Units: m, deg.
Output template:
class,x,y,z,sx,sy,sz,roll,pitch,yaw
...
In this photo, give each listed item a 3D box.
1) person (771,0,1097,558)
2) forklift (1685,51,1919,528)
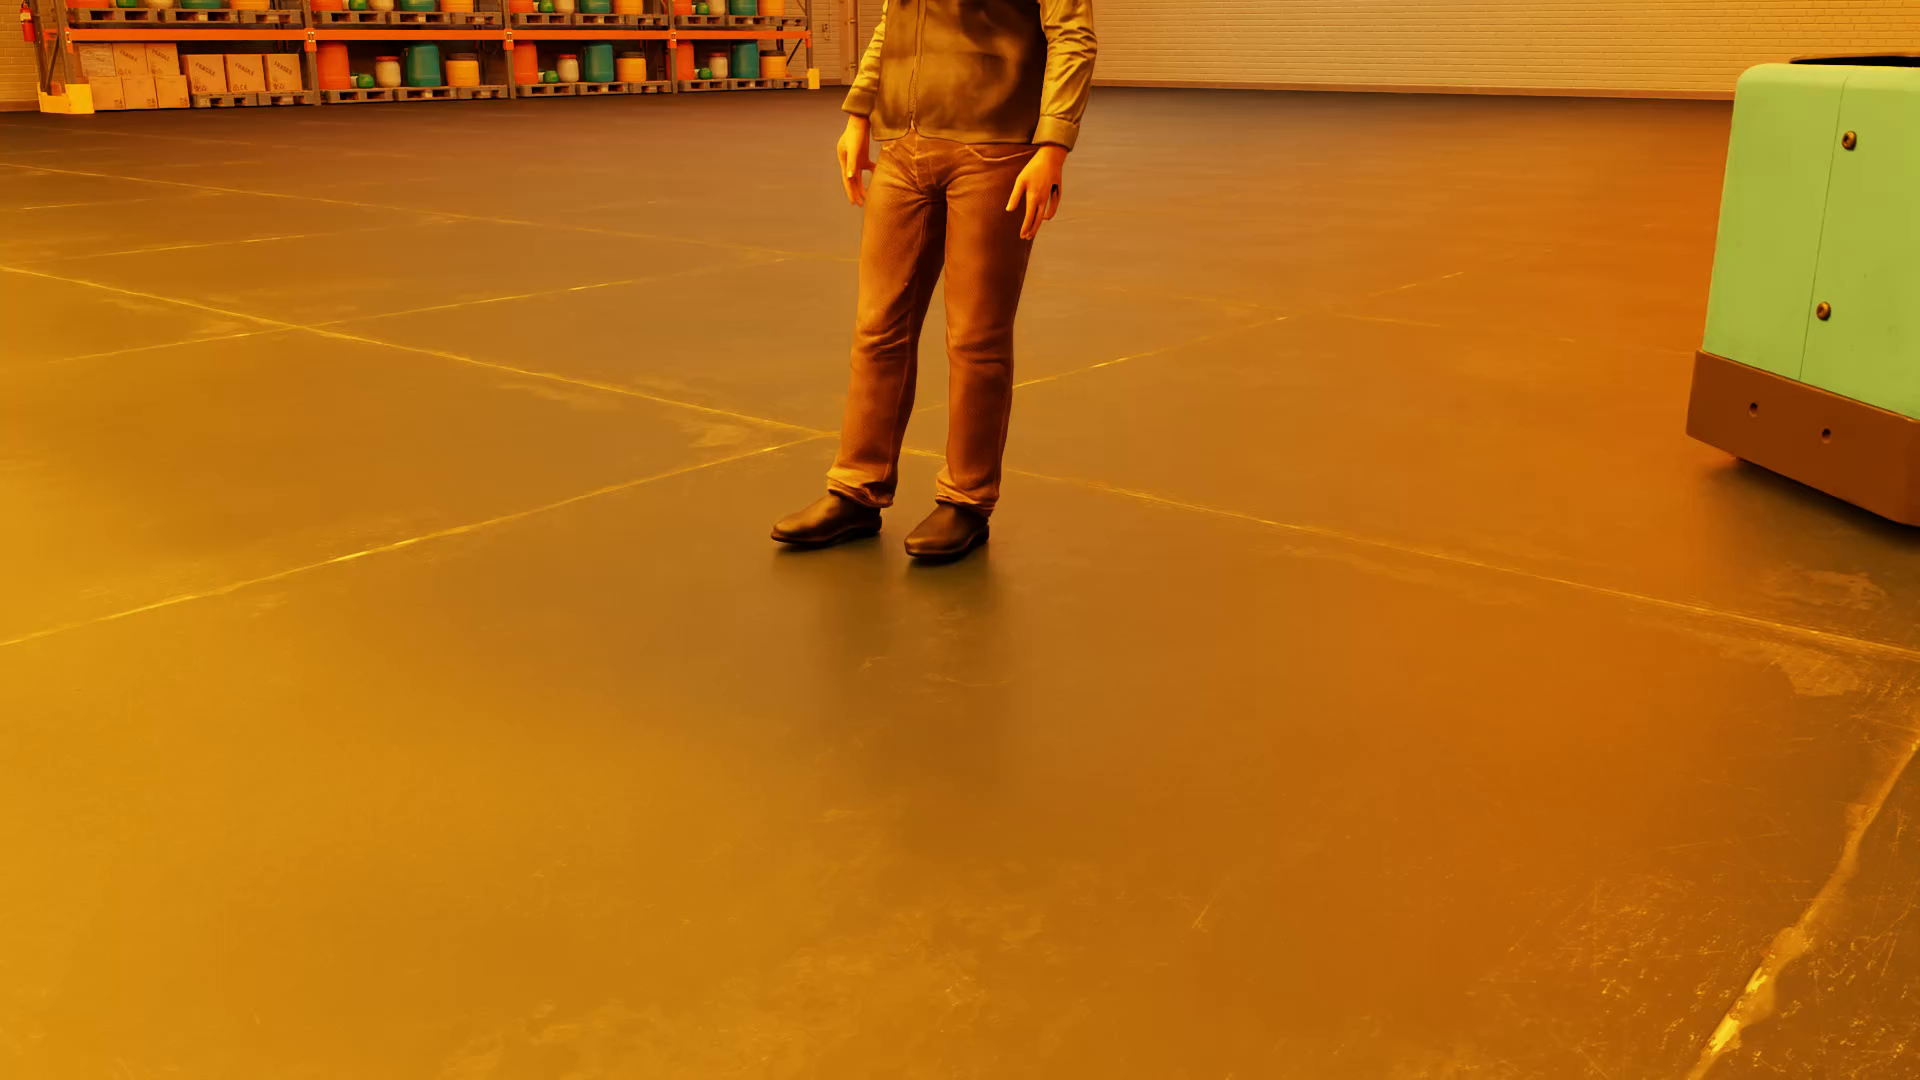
class,x,y,z,sx,sy,sz,roll,pitch,yaw
person,-0.046,-0.818,3.648,0.633,1.722,0.566,13,21,37
forklift,3.595,-1.559,4.031,3.031,2.935,1.130,-2,17,-7
